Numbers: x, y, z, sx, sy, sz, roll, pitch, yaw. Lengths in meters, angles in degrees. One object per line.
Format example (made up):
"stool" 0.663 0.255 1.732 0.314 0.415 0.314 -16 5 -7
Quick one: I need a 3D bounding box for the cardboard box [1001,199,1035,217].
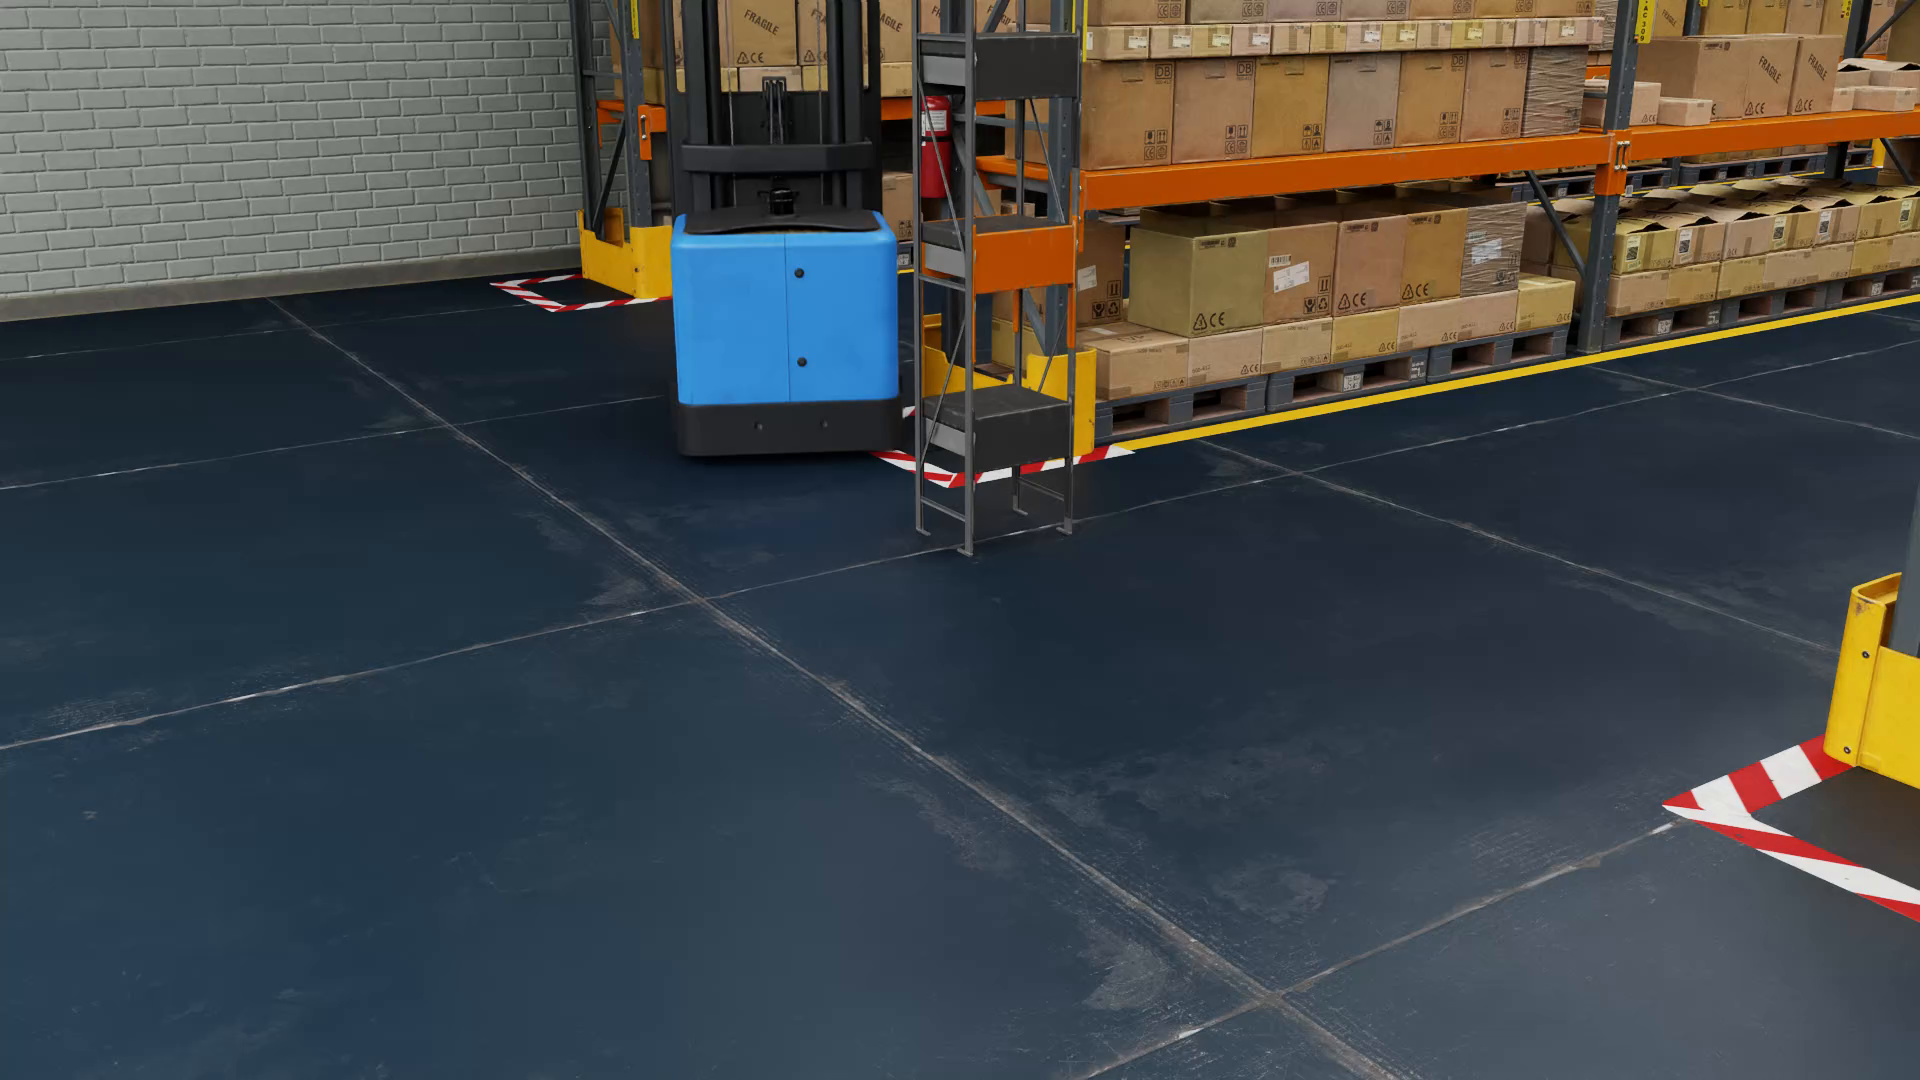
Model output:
"cardboard box" 0.408 -2.766 13.980 0.250 0.166 0.380 -16 24 -38

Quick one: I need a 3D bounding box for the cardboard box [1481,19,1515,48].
"cardboard box" 2.813 -2.791 9.148 0.250 0.149 0.380 -12 22 -32

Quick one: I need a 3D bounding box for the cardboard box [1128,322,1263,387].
"cardboard box" 1.211 -0.994 8.638 0.500 0.250 0.500 -12 22 -31

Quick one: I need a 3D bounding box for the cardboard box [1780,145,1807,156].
"cardboard box" 9.494 -4.804 19.517 0.500 0.500 0.700 -13 22 -33

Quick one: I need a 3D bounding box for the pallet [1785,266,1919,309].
"pallet" 6.198 -1.927 12.114 1.213 0.211 1.003 -12 22 -31

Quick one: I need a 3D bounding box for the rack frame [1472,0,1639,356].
"rack frame" 3.566 -2.678 9.982 0.127 3.000 1.000 -12 22 -31

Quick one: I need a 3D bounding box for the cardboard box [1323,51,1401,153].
"cardboard box" 1.914 -2.373 8.924 0.500 0.500 0.700 -11 22 -30

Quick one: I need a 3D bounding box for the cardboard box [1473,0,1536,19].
"cardboard box" 2.778 -3.171 9.258 0.500 0.500 0.700 -12 22 -32

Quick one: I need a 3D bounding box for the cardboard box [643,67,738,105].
"cardboard box" -1.920 -3.237 11.839 0.500 0.250 0.500 -13 22 -33

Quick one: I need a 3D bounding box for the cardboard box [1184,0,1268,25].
"cardboard box" 1.103 -2.817 8.213 0.500 0.500 0.700 -13 22 -33

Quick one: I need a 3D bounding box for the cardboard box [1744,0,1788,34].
"cardboard box" 8.595 -5.772 18.665 0.700 0.700 0.980 -13 22 -33

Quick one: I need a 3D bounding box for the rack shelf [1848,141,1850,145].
"rack shelf" 8.577 -3.394 13.223 4.000 0.370 1.077 -12 22 -31

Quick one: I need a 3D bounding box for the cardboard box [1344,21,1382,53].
"cardboard box" 1.956 -2.610 8.612 0.250 0.149 0.380 -12 22 -31

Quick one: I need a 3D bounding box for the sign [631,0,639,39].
"sign" -2.204 -3.563 11.247 0.005 0.325 0.100 -12 22 -31

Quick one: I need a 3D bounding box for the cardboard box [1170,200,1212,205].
"cardboard box" 1.848 -3.265 14.935 0.500 0.500 0.700 -12 22 -32

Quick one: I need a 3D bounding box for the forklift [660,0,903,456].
"forklift" -0.975 -2.203 8.684 1.130 2.935 3.031 -2 19 -7

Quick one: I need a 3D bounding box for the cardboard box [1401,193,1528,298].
"cardboard box" 2.875 -1.704 9.569 0.500 0.500 0.500 -12 22 -31

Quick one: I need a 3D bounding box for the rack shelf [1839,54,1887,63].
"rack shelf" 9.190 -5.423 19.225 4.000 0.370 1.077 -12 22 -31

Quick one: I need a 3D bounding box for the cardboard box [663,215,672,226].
"cardboard box" -1.875 -2.330 12.465 0.500 0.311 0.500 -15 24 -37

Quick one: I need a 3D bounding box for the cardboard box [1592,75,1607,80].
"cardboard box" 4.199 -2.818 10.607 0.258 0.266 0.396 -13 22 -33

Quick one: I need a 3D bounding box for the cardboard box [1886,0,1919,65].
"cardboard box" 7.371 -3.770 12.400 0.700 0.500 0.500 14 23 35

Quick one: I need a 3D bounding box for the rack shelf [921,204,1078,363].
"rack shelf" 0.138 -1.011 6.499 0.480 0.518 0.431 -12 22 -31

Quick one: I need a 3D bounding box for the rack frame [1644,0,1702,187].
"rack frame" 7.520 -5.411 18.067 0.127 3.000 1.000 -12 22 -31

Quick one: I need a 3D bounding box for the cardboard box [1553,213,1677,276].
"cardboard box" 4.048 -1.846 10.283 0.500 0.311 0.500 -12 22 -31

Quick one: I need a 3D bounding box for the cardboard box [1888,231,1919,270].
"cardboard box" 6.602 -2.121 11.972 0.500 0.250 0.500 -11 22 -30

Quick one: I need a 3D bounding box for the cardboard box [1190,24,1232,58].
"cardboard box" 1.100 -2.430 8.081 0.250 0.149 0.380 -12 22 -31

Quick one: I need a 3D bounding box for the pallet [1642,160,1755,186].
"pallet" 8.198 -4.203 18.848 1.213 0.211 1.003 -12 22 -31

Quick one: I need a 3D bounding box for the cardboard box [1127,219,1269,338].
"cardboard box" 1.212 -1.348 8.516 0.500 0.500 0.500 -12 22 -31

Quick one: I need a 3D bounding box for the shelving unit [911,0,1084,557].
"shelving unit" 0.138 -1.024 6.495 0.503 2.100 0.431 -12 22 -31

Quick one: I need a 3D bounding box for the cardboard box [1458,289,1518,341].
"cardboard box" 2.876 -1.349 9.688 0.500 0.250 0.500 -12 22 -31

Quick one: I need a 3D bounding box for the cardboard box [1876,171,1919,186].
"cardboard box" 7.559 -2.634 13.069 0.500 0.500 0.500 -11 22 -29

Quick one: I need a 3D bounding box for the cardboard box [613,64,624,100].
"cardboard box" -2.218 -3.370 12.233 0.500 0.250 0.500 -12 22 -31

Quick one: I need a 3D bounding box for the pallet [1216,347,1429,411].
"pallet" 1.859 -1.012 9.408 1.213 0.211 1.003 -12 22 -31

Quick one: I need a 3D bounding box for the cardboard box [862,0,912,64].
"cardboard box" -0.660 -3.863 12.519 0.500 0.500 0.500 -11 22 -30

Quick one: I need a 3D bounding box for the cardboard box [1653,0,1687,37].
"cardboard box" 7.273 -5.460 17.561 0.500 0.500 0.500 -12 22 -32

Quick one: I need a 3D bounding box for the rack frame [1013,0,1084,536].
"rack frame" 0.342 -1.067 6.622 0.015 2.100 0.400 -12 22 -31

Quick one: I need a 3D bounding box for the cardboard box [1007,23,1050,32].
"cardboard box" 0.440 -2.446 8.128 0.250 0.149 0.380 -12 22 -32

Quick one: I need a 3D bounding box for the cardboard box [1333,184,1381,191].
"cardboard box" 3.607 -3.590 15.897 0.500 0.500 0.700 -12 22 -31

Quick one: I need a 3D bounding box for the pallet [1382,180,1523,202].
"pallet" 4.879 -3.504 16.781 1.213 0.211 1.003 -12 22 -31

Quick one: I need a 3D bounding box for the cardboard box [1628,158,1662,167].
"cardboard box" 7.049 -4.443 17.903 0.750 0.750 0.750 -12 22 -31

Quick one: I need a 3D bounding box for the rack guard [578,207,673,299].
"rack guard" -2.439 -2.127 12.255 0.348 0.500 1.175 -12 22 -31

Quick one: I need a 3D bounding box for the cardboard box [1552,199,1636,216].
"cardboard box" 4.178 -2.081 10.979 0.500 0.311 0.500 -11 22 -30

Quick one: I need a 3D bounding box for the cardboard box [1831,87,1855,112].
"cardboard box" 5.873 -3.024 11.397 0.250 0.149 0.380 -10 21 -27

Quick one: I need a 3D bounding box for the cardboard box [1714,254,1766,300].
"cardboard box" 4.898 -1.761 10.906 0.500 0.250 0.500 -13 22 -33

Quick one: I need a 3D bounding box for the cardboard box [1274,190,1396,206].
"cardboard box" 2.172 -1.755 9.720 0.500 0.500 0.500 -12 22 -31

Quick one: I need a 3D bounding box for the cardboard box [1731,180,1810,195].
"cardboard box" 5.874 -2.436 12.028 0.500 0.311 0.500 -13 22 -33

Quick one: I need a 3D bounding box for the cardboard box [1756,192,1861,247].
"cardboard box" 5.751 -2.205 11.345 0.500 0.311 0.500 -12 22 -32
